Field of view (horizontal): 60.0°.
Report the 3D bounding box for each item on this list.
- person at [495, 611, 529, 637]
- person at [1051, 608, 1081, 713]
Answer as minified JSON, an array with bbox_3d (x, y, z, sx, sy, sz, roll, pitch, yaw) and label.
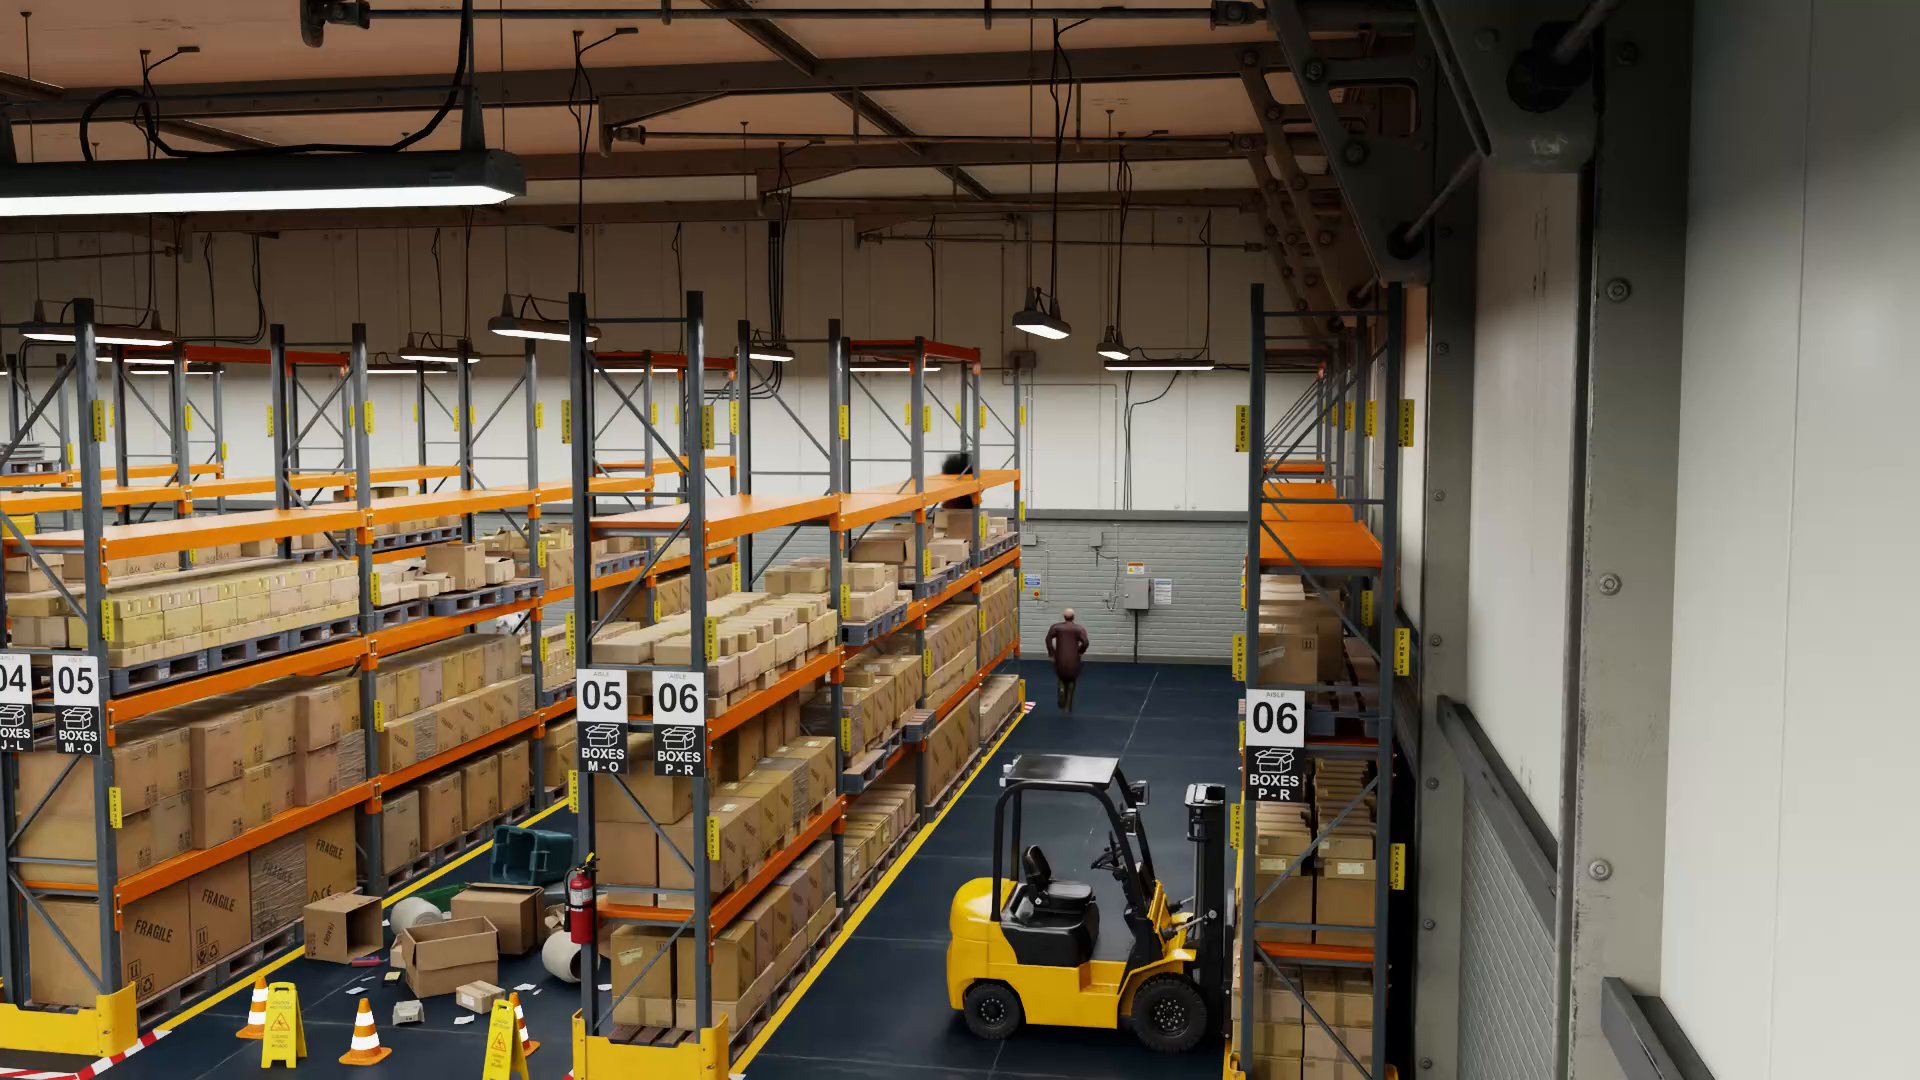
[{"bbox_3d":[-8.220,1.873,30.659,0.650,1.662,0.738,-3,5,-32],"label":"person"},{"bbox_3d":[1.789,2.004,27.698,0.684,1.730,0.666,1,5,11],"label":"person"}]
